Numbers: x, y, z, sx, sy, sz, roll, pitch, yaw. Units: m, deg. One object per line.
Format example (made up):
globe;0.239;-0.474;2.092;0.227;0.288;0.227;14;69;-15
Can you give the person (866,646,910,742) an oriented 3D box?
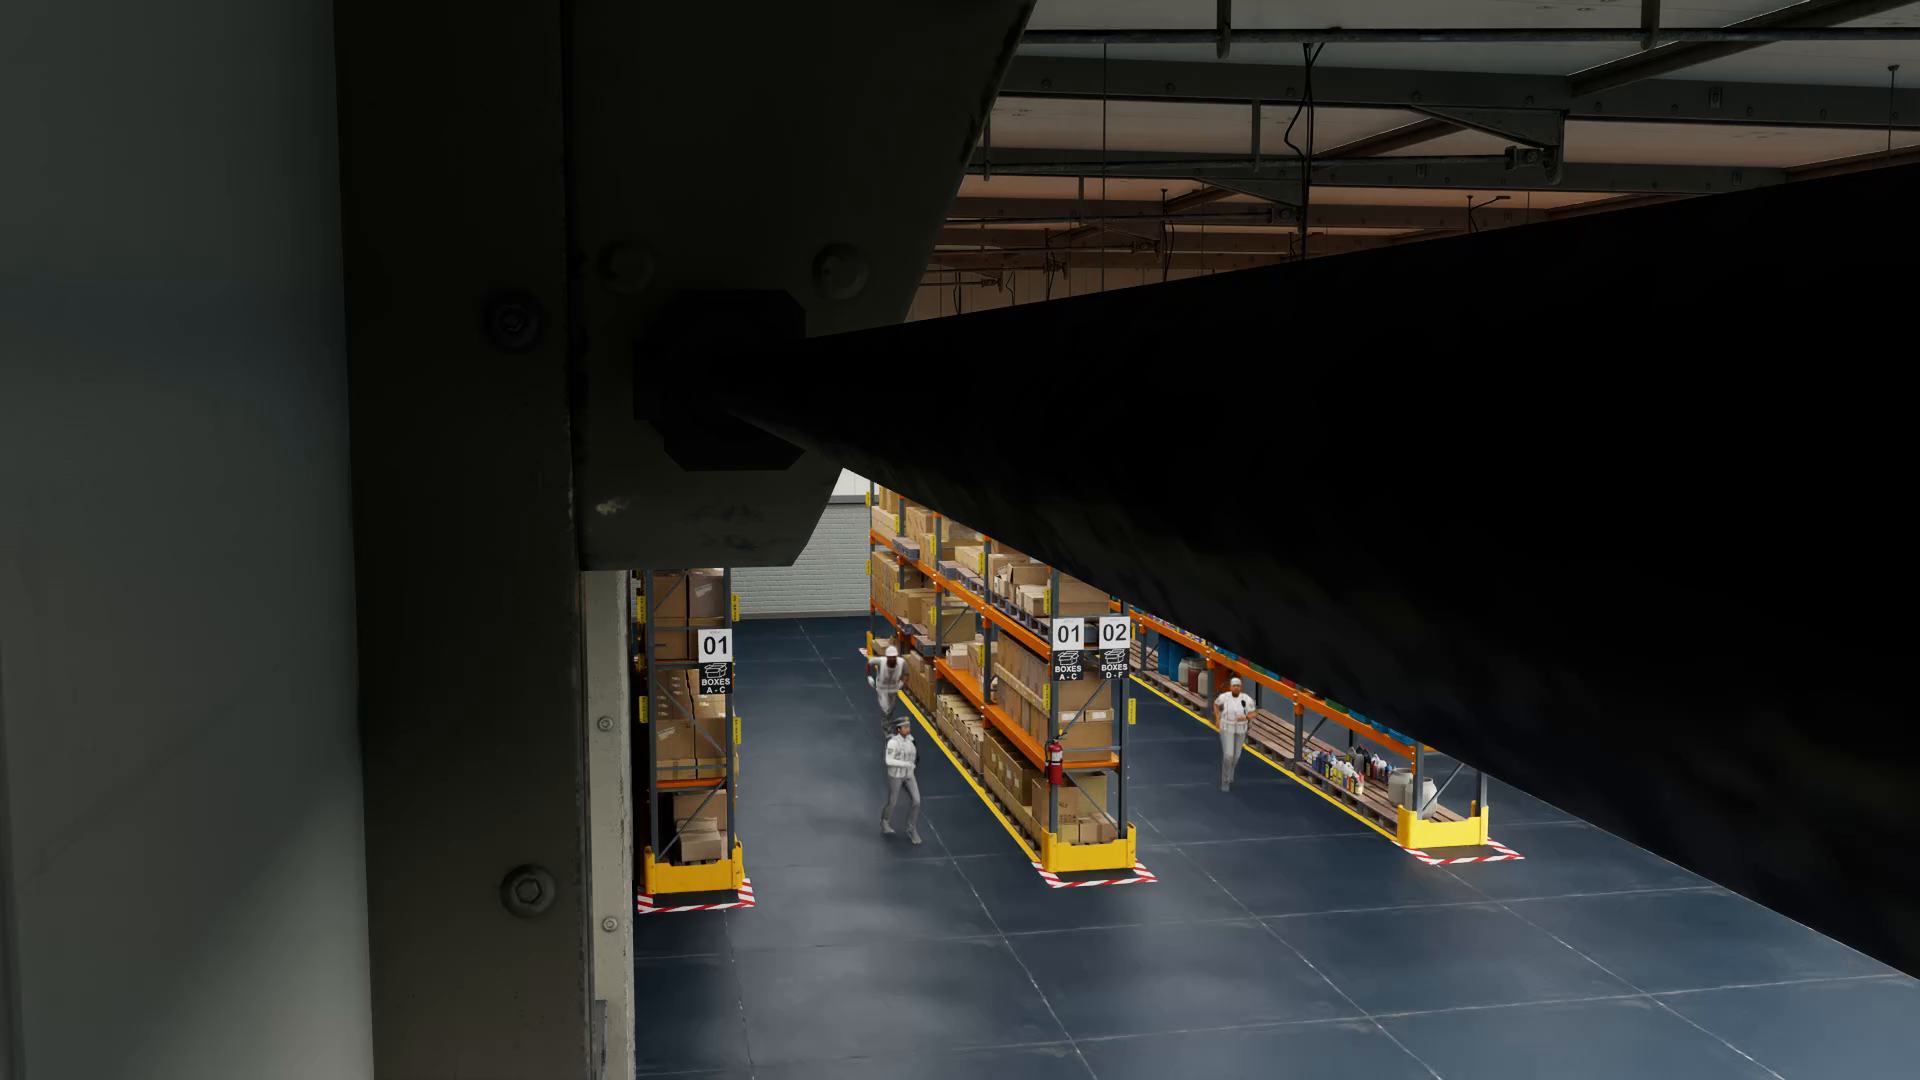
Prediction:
person;-1.226;2.590;28.050;0.730;1.730;1.055;-1;6;-12

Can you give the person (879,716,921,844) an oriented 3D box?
person;-0.794;3.184;22.198;0.551;1.736;0.800;-4;7;-36

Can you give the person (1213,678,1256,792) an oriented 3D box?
person;4.137;2.916;25.058;0.594;1.741;0.677;0;6;-3
